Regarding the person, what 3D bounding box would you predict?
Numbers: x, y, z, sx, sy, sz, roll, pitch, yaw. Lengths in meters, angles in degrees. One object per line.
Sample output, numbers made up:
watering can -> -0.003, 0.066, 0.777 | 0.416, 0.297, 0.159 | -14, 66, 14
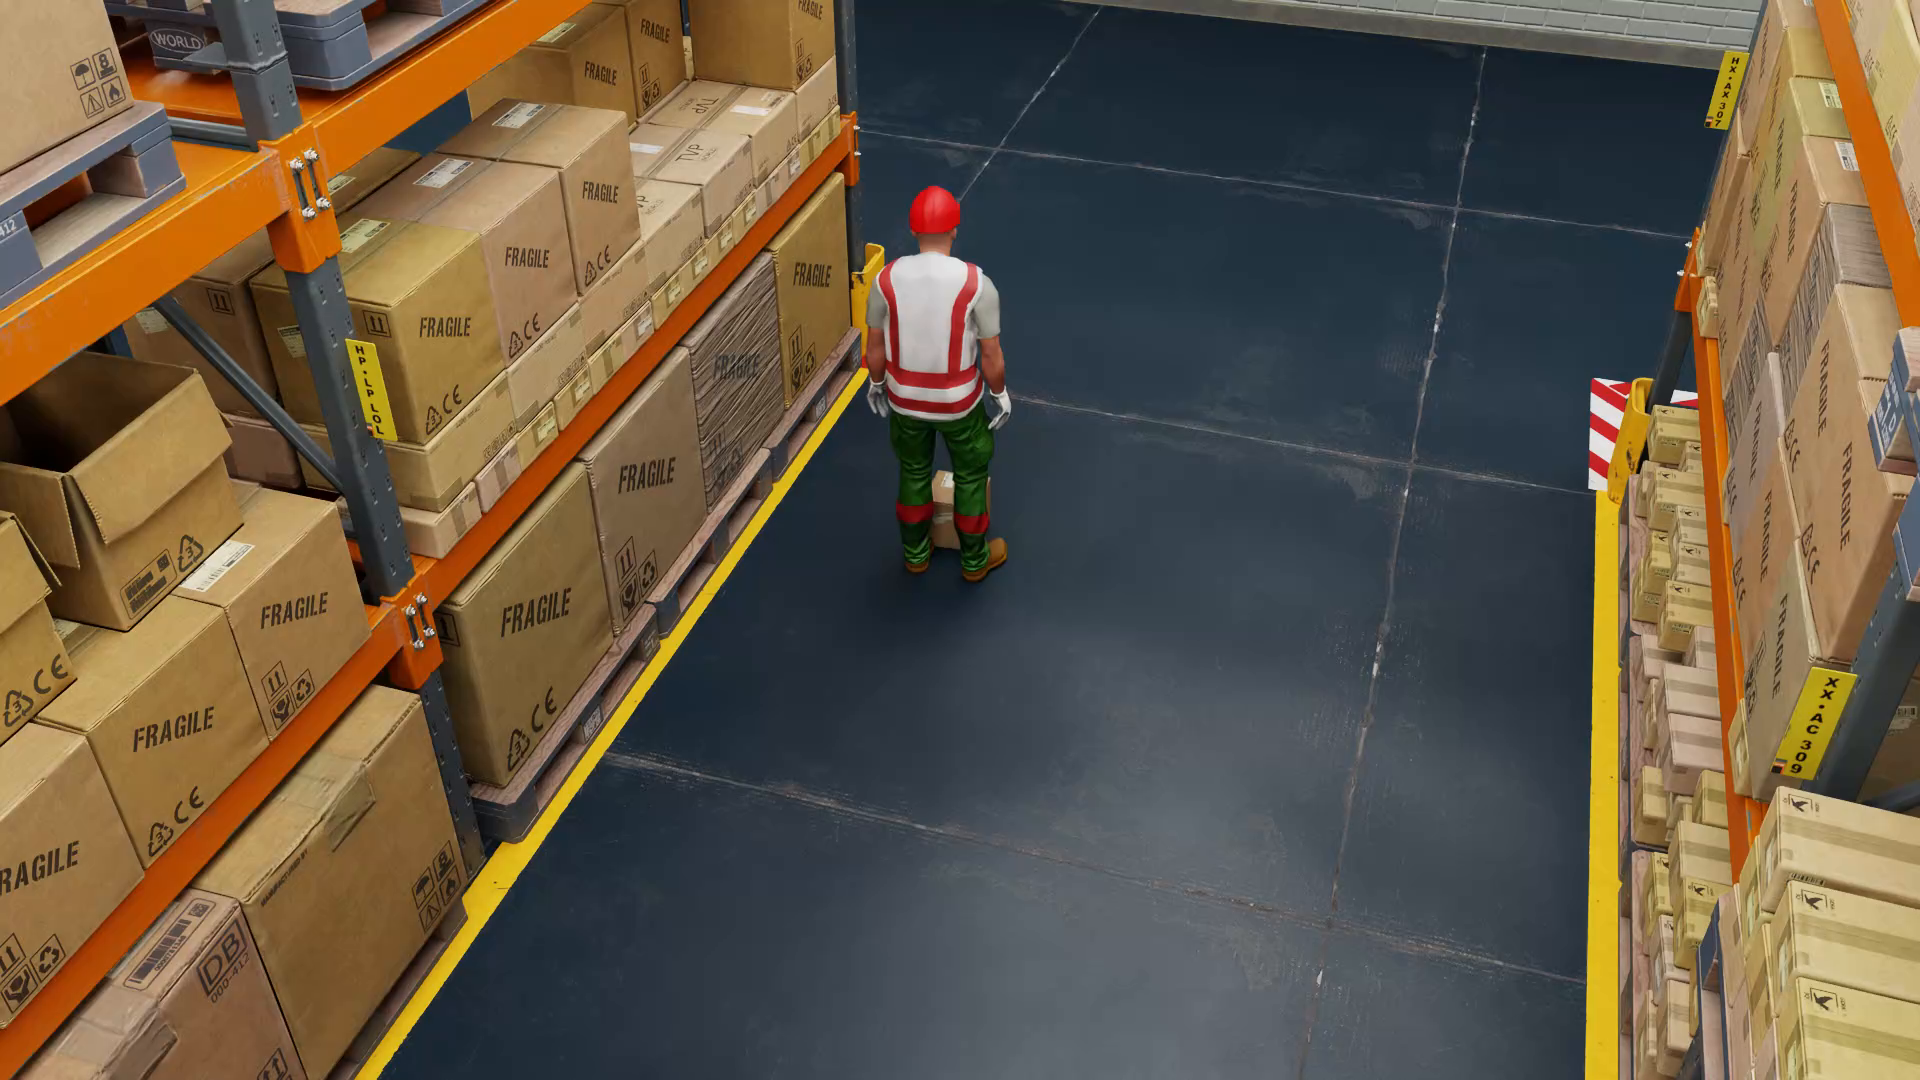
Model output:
person -> -4.864, 1.934, 3.543 | 7.847, 1.778, 11.025 | 8, 38, 11
